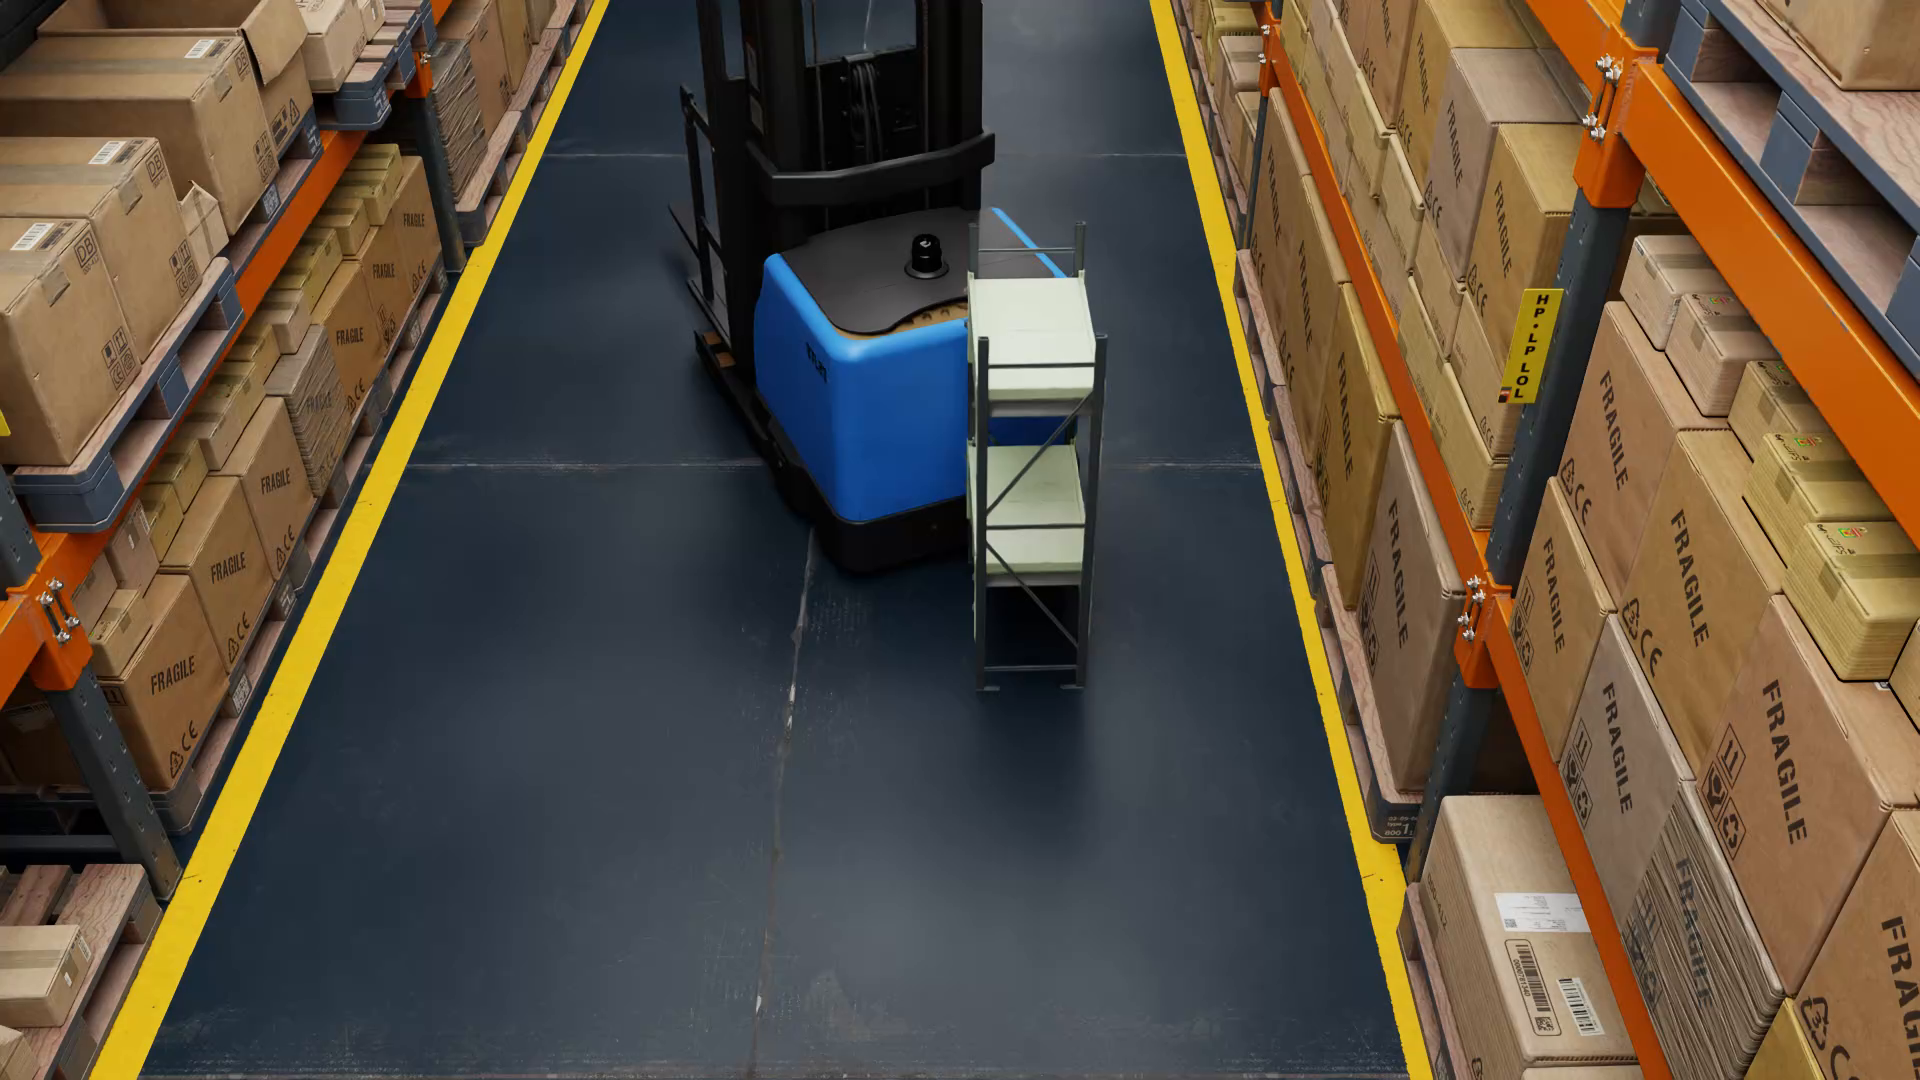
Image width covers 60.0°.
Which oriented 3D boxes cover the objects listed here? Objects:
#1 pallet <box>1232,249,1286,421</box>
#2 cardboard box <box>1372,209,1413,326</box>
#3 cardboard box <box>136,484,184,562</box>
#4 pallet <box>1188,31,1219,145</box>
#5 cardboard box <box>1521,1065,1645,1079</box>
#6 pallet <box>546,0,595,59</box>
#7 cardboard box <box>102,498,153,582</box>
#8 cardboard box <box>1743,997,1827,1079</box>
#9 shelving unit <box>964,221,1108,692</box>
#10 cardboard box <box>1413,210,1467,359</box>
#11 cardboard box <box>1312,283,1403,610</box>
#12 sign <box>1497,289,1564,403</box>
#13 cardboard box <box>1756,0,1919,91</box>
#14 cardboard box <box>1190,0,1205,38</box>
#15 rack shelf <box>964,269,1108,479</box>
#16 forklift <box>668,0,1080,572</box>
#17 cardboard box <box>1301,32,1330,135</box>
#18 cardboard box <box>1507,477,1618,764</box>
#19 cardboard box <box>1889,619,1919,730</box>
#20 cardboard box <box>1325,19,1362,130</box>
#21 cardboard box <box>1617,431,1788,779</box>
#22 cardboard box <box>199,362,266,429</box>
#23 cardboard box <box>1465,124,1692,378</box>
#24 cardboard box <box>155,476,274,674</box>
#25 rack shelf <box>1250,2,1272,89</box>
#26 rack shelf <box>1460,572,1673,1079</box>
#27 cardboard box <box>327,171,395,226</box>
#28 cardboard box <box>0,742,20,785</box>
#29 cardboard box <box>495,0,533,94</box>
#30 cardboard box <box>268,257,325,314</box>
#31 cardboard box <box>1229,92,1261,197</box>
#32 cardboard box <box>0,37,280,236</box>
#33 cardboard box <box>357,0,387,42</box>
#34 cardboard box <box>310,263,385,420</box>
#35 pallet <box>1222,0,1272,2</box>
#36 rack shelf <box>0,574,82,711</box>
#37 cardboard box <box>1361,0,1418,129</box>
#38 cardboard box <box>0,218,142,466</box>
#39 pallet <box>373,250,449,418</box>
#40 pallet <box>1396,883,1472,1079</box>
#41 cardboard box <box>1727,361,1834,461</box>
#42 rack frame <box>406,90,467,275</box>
[{"bbox_3d":[1.864,-0.978,7.802,1.003,0.211,1.213,0,39,0],"label":"pallet"},{"bbox_3d":[1.710,-0.914,5.611,0.500,0.250,0.500,-1,39,-1],"label":"cardboard box"},{"bbox_3d":[-2.844,-0.052,5.560,0.380,0.149,0.250,-2,39,-2],"label":"cardboard box"},{"bbox_3d":[1.941,-2.721,9.976,1.003,0.211,1.213,0,39,0],"label":"pallet"},{"bbox_3d":[1.838,1.731,3.905,0.875,0.438,0.875,-1,39,-1],"label":"cardboard box"},{"bbox_3d":[-2.990,-3.506,10.956,1.003,0.211,1.213,0,39,0],"label":"pallet"},{"bbox_3d":[-2.803,0.004,5.253,0.380,0.149,0.250,-2,39,-2],"label":"cardboard box"},{"bbox_3d":[1.673,1.145,2.843,0.500,0.500,0.500,1,39,1],"label":"cardboard box"},{"bbox_3d":[0.243,-0.270,5.888,0.431,1.500,0.755,-1,39,-2],"label":"shelving unit"},{"bbox_3d":[1.692,-0.782,5.048,0.500,0.250,0.500,1,39,1],"label":"cardboard box"},{"bbox_3d":[1.854,-0.345,6.145,0.875,0.875,0.875,1,39,1],"label":"cardboard box"},{"bbox_3d":[1.401,-0.472,4.078,0.100,0.325,0.005,0,39,0],"label":"sign"},{"bbox_3d":[1.734,-1.102,2.832,0.500,0.500,0.500,1,39,1],"label":"cardboard box"},{"bbox_3d":[1.941,-3.421,10.386,0.950,0.372,0.625,2,39,3],"label":"cardboard box"},{"bbox_3d":[0.243,-0.575,5.644,0.431,0.370,0.720,-1,39,-2],"label":"rack shelf"},{"bbox_3d":[-0.580,-1.939,6.825,1.130,2.935,3.031,-16,41,-19],"label":"forklift"},{"bbox_3d":[1.706,-1.873,6.809,0.500,0.250,0.500,-1,39,-1],"label":"cardboard box"},{"bbox_3d":[1.682,0.197,4.026,0.500,0.500,0.500,1,39,1],"label":"cardboard box"},{"bbox_3d":[1.736,0.256,2.633,0.380,0.149,0.250,0,39,0],"label":"cardboard box"},{"bbox_3d":[1.680,-1.744,6.248,0.500,0.250,0.500,0,39,0],"label":"cardboard box"},{"bbox_3d":[1.696,0.127,3.314,0.500,0.500,0.500,-1,39,-1],"label":"cardboard box"},{"bbox_3d":[-2.819,-0.534,6.163,0.380,0.149,0.250,1,39,2],"label":"cardboard box"},{"bbox_3d":[1.692,-0.766,4.428,0.500,0.500,0.500,1,39,1],"label":"cardboard box"},{"bbox_3d":[-2.807,0.124,5.860,0.500,0.500,0.500,-1,39,-1],"label":"cardboard box"},{"bbox_3d":[1.936,-3.529,9.330,1.077,0.370,4.000,0,39,0],"label":"rack shelf"},{"bbox_3d":[1.945,1.474,3.088,1.077,0.370,4.000,0,39,0],"label":"rack shelf"},{"bbox_3d":[-2.740,-1.516,7.387,0.380,0.149,0.250,-2,39,-2],"label":"cardboard box"},{"bbox_3d":[-3.317,0.453,5.449,0.500,0.500,0.500,0,39,0],"label":"cardboard box"},{"bbox_3d":[-3.022,-3.010,9.671,0.875,0.625,0.625,-2,39,-2],"label":"cardboard box"},{"bbox_3d":[-2.828,-1.030,6.781,0.380,0.149,0.250,-1,39,-1],"label":"cardboard box"},{"bbox_3d":[1.948,-2.051,8.676,0.950,0.372,0.625,-2,39,-3],"label":"cardboard box"},{"bbox_3d":[-2.799,-1.372,5.648,0.700,0.500,0.500,0,39,0],"label":"cardboard box"},{"bbox_3d":[-2.641,-2.209,6.972,0.380,0.149,0.250,1,39,1],"label":"cardboard box"},{"bbox_3d":[-2.816,-0.837,7.059,0.500,0.500,0.500,2,39,2],"label":"cardboard box"},{"bbox_3d":[1.831,-2.930,8.161,1.213,0.211,1.003,0,39,0],"label":"pallet"},{"bbox_3d":[-3.018,1.480,3.080,1.077,0.370,4.000,0,39,0],"label":"rack shelf"},{"bbox_3d":[1.687,-1.730,5.631,0.500,0.500,0.500,1,39,1],"label":"cardboard box"},{"bbox_3d":[-2.797,-0.557,4.631,0.700,0.500,0.500,1,39,1],"label":"cardboard box"},{"bbox_3d":[-3.062,-0.998,7.827,1.003,0.211,1.213,0,39,0],"label":"pallet"},{"bbox_3d":[1.866,1.506,4.702,1.003,0.211,1.213,0,39,0],"label":"pallet"},{"bbox_3d":[1.743,-0.222,3.231,0.380,0.149,0.250,0,39,-1],"label":"cardboard box"},{"bbox_3d":[-3.025,-2.553,7.537,1.000,3.000,0.127,0,39,0],"label":"rack frame"}]
